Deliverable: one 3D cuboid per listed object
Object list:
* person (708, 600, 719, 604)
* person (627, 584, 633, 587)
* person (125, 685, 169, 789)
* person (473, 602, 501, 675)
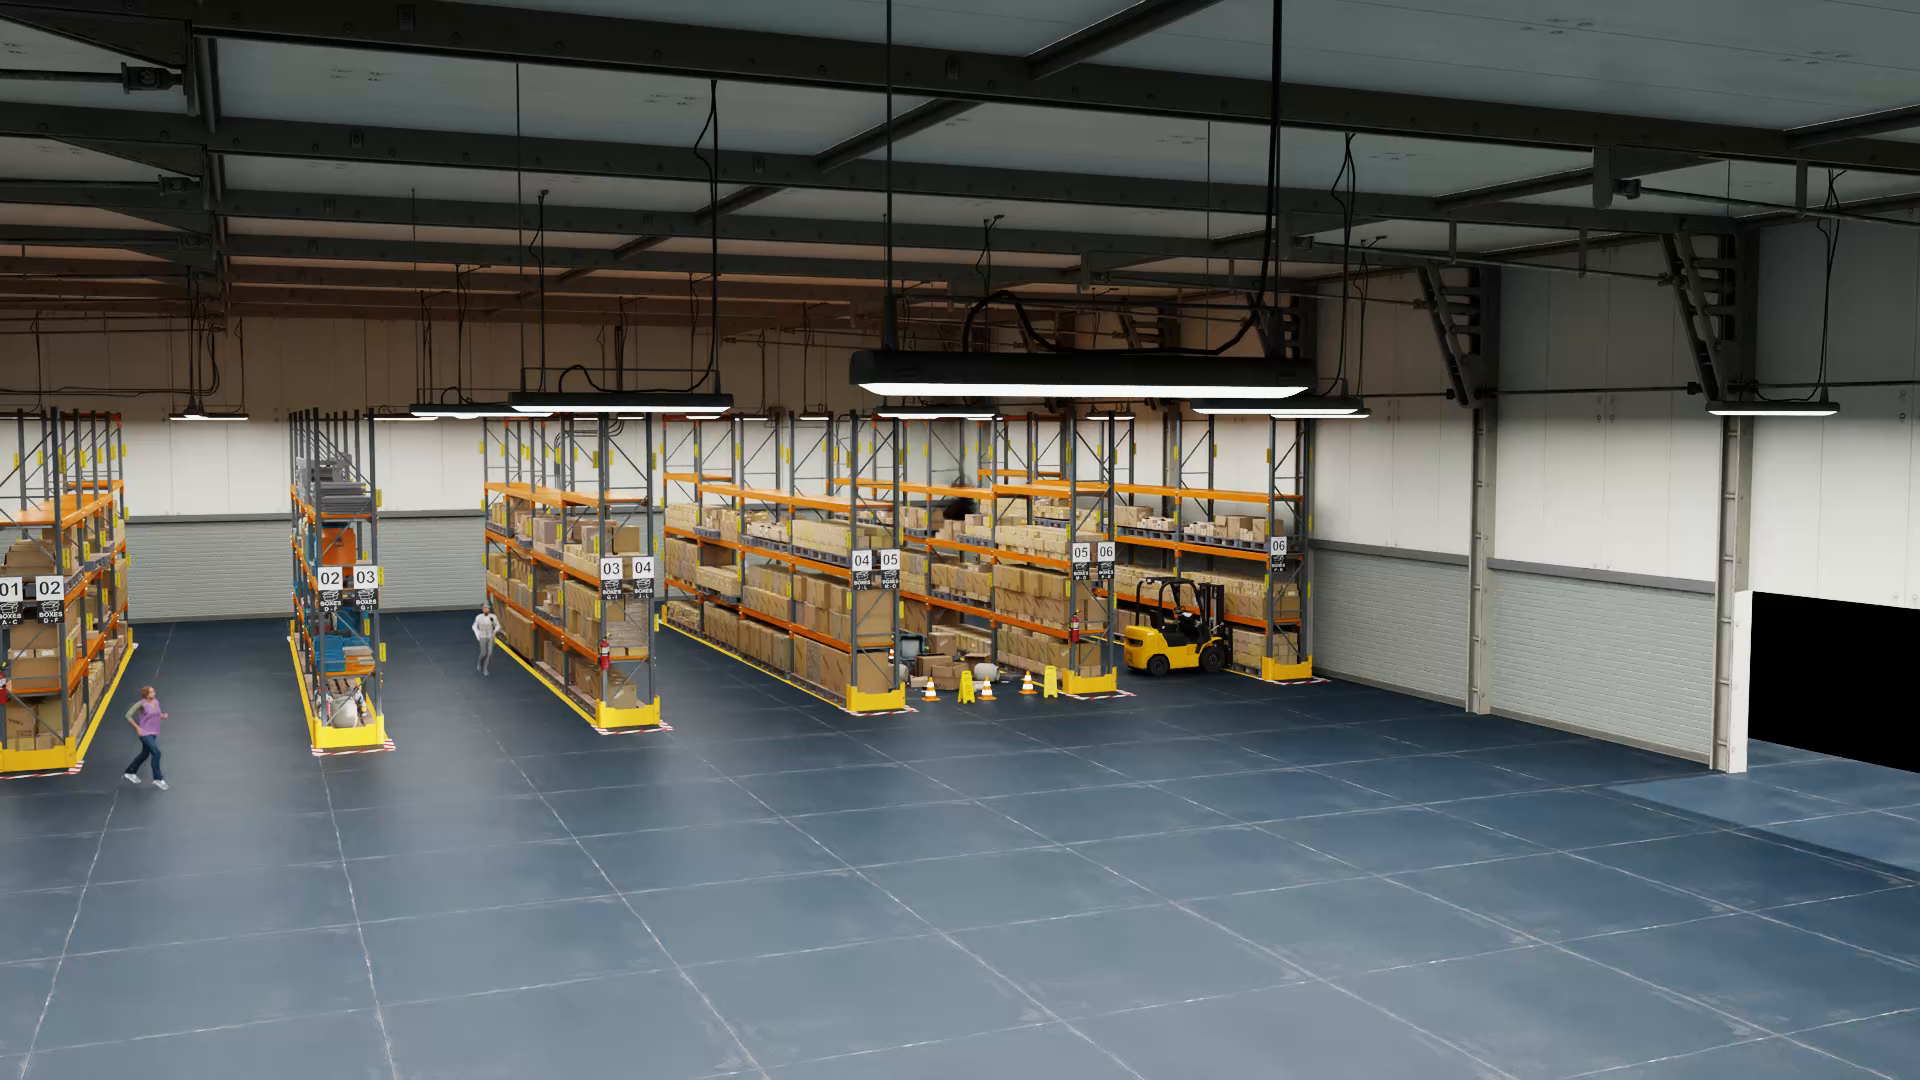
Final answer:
[{"bbox_3d":[-7.143,1.431,49.051,0.534,1.731,0.719,3,5,40],"label":"person"},{"bbox_3d":[-9.140,1.661,46.060,0.660,1.746,0.706,-2,4,-21],"label":"person"},{"bbox_3d":[-12.800,3.091,26.183,0.765,1.637,0.516,1,4,8],"label":"person"},{"bbox_3d":[-10.784,2.242,37.938,0.605,1.669,0.569,-1,4,-20],"label":"person"}]
